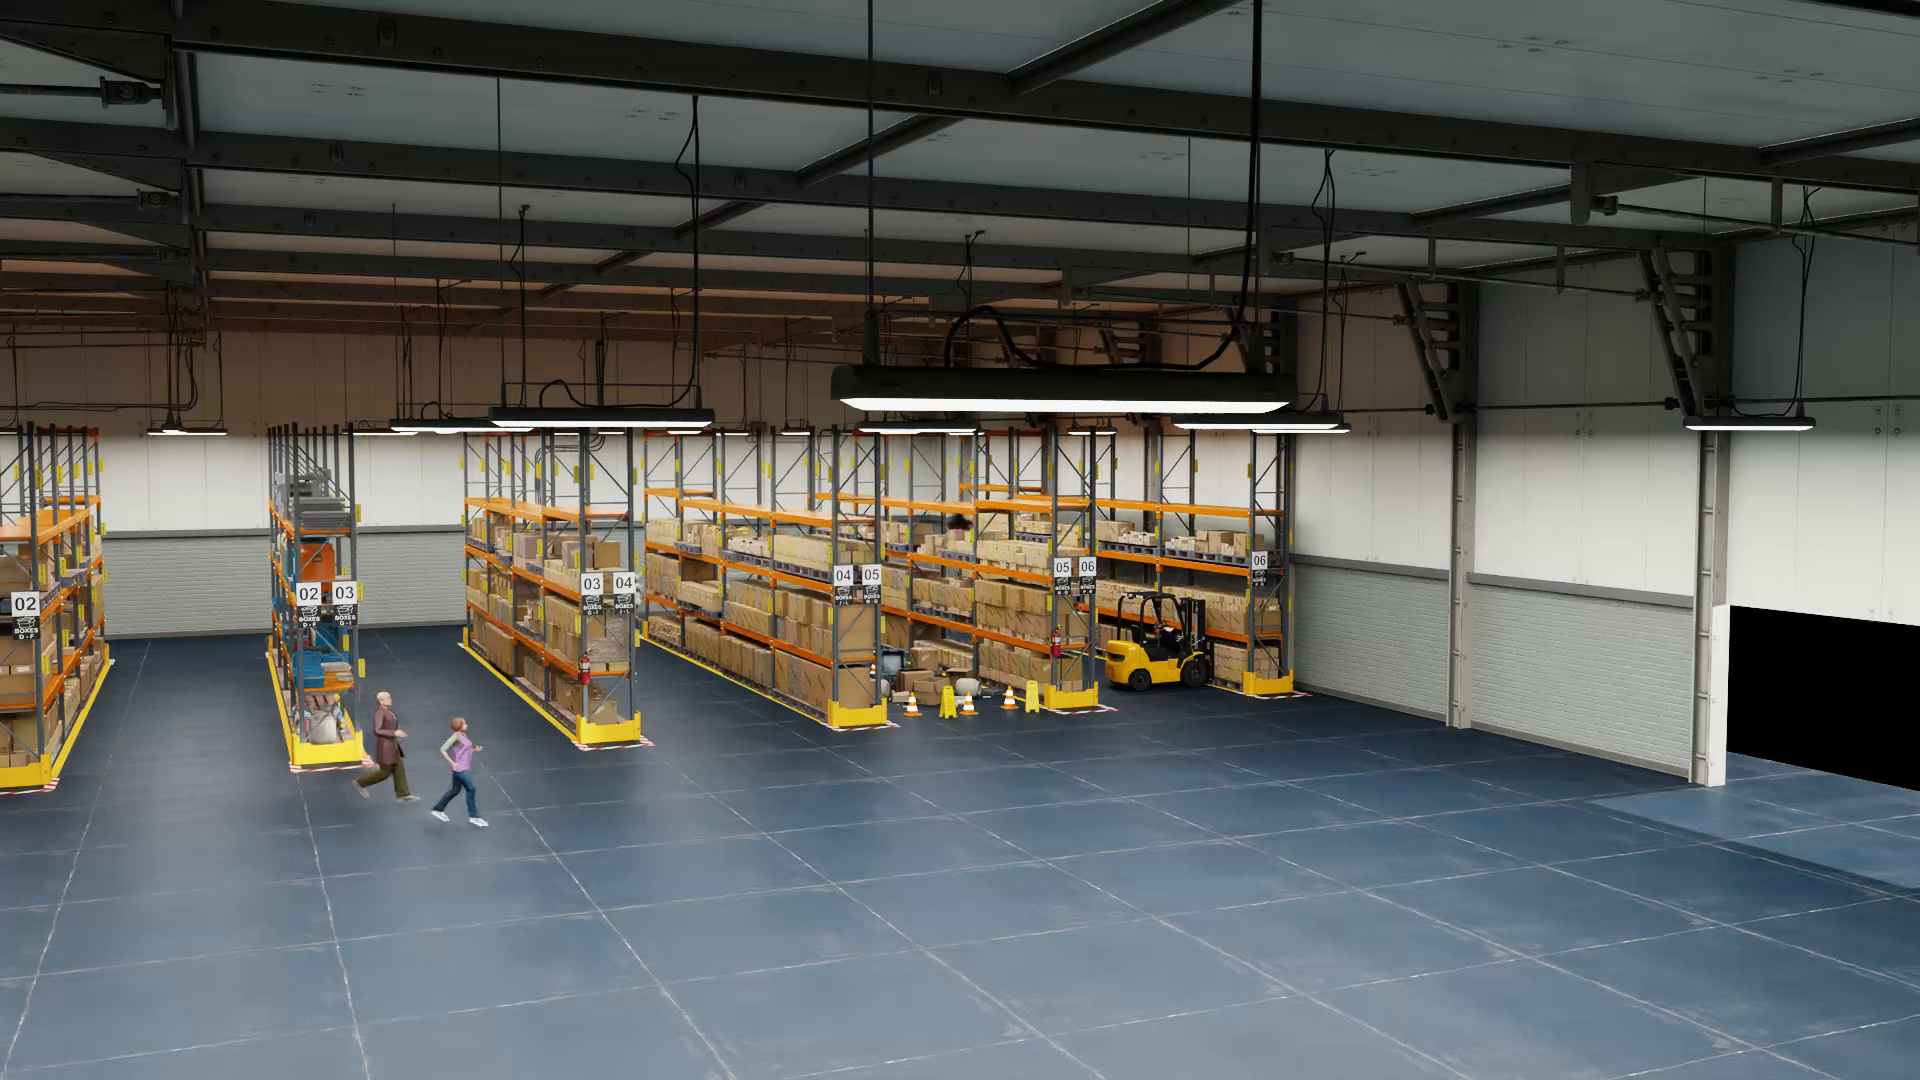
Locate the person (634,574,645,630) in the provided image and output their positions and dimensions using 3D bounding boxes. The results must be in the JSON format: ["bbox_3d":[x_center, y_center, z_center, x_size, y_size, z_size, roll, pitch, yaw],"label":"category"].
[{"bbox_3d":[-9.473,1.885,48.629,0.807,1.791,0.745,-3,5,-43],"label":"person"}]

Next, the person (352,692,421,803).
[{"bbox_3d":[-8.948,3.239,25.938,1.031,1.756,0.712,0,3,-4],"label":"person"}]

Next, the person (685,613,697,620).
[{"bbox_3d":[-7.959,1.901,49.383,0.483,1.636,0.641,3,5,42],"label":"person"}]

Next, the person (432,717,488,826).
[{"bbox_3d":[-7.377,3.406,24.483,0.822,1.618,0.522,0,4,-7],"label":"person"}]
